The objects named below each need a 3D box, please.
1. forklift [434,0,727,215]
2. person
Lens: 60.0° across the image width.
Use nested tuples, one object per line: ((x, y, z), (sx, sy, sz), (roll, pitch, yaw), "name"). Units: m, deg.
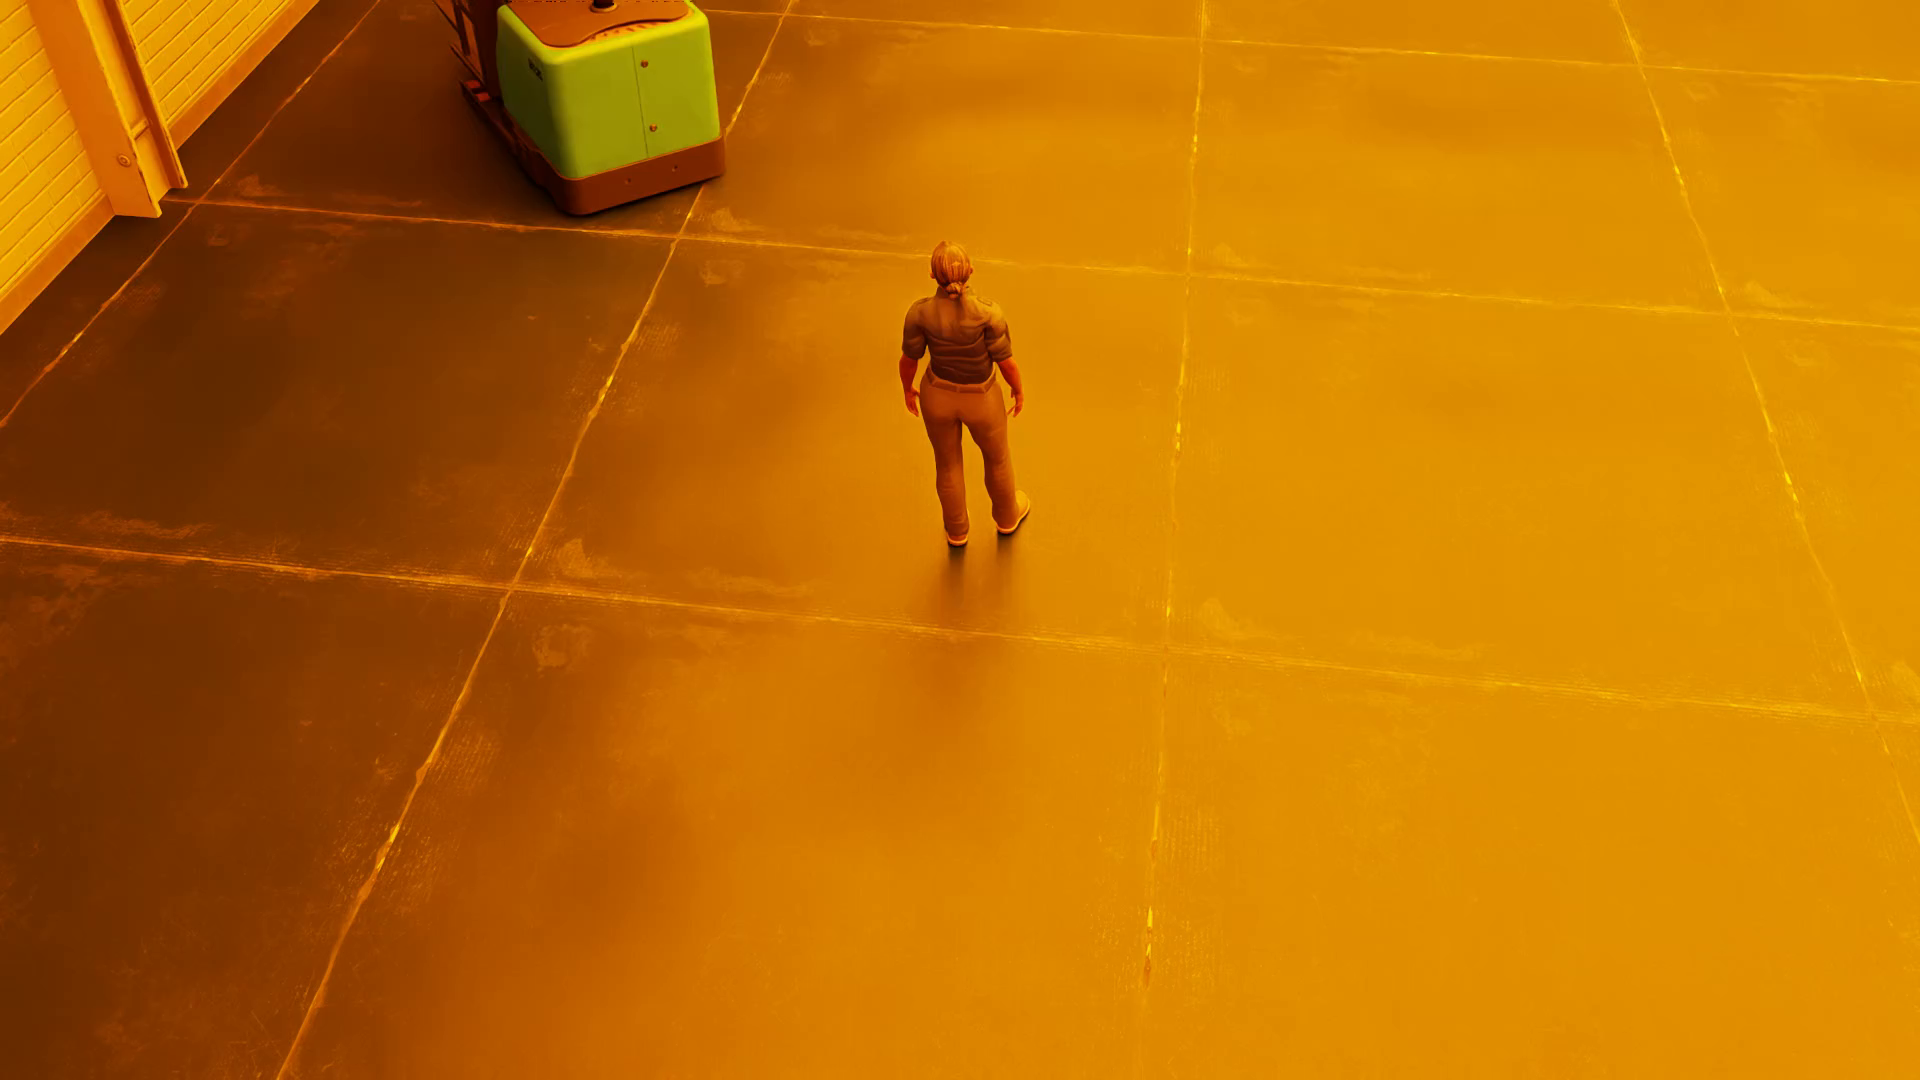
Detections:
((-2.639, -3.990, 10.068), (1.130, 2.935, 3.031), (-22, 47, -23), "forklift")
((0.032, -0.671, 7.388), (0.569, 1.654, 0.504), (5, 43, 6), "person")
